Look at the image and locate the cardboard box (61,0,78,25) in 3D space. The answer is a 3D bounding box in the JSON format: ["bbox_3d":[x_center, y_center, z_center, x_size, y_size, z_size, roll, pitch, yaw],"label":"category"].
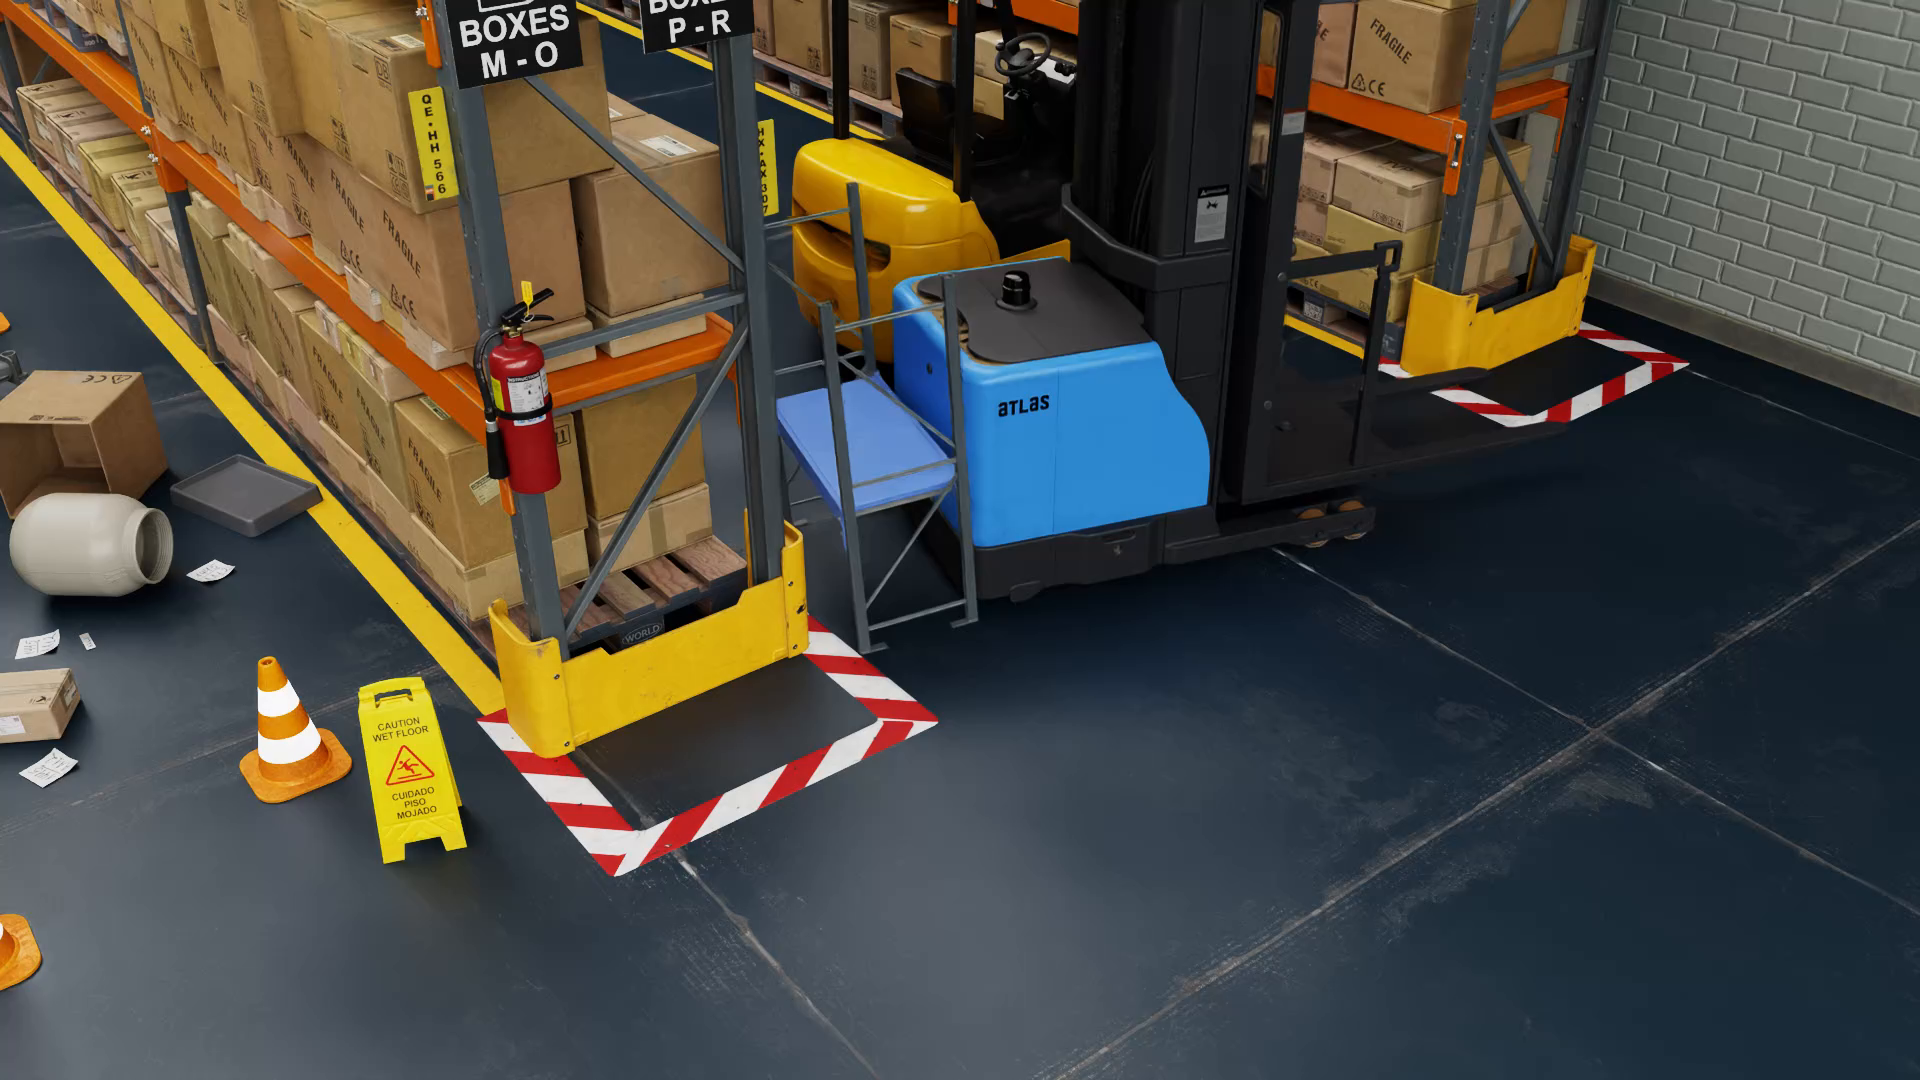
[{"bbox_3d":[-4.570,-2.884,8.890,0.380,0.149,0.250,-22,38,-31],"label":"cardboard box"}]

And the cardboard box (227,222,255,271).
[{"bbox_3d":[-3.049,-1.357,7.474,0.380,0.149,0.250,-21,37,-30],"label":"cardboard box"}]

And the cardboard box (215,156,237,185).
[{"bbox_3d":[-3.097,-1.725,7.422,0.380,0.149,0.250,-21,38,-30],"label":"cardboard box"}]

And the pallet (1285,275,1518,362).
[{"bbox_3d":[2.326,-1.432,9.355,1.003,0.211,1.213,-22,38,-31],"label":"pallet"}]

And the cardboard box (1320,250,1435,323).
[{"bbox_3d":[2.290,-1.415,8.893,0.500,0.250,0.500,-22,38,-31],"label":"cardboard box"}]

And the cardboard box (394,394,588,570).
[{"bbox_3d":[-1.788,-0.282,6.358,0.500,0.500,0.500,-22,38,-31],"label":"cardboard box"}]

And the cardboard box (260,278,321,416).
[{"bbox_3d":[-2.741,-0.930,7.402,0.500,0.500,0.500,-20,37,-29],"label":"cardboard box"}]

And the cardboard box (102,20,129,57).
[{"bbox_3d":[-4.077,-2.567,8.380,0.380,0.149,0.250,-22,38,-31],"label":"cardboard box"}]

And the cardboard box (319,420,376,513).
[{"bbox_3d":[-2.436,-0.398,7.256,0.500,0.250,0.500,-24,39,-33],"label":"cardboard box"}]

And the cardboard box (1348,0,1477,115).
[{"bbox_3d":[2.319,-2.473,8.295,0.500,0.500,0.500,-23,39,-32],"label":"cardboard box"}]

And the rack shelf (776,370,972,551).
[{"bbox_3d":[-0.391,-0.343,6.693,0.538,0.185,1.000,-16,35,-17],"label":"rack shelf"}]

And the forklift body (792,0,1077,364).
[{"bbox_3d":[0.224,-2.150,8.674,2.313,2.155,1.214,-22,38,-31],"label":"forklift body"}]

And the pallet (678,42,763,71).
[{"bbox_3d":[-1.604,-4.105,13.659,1.003,0.211,1.213,-22,38,-31],"label":"pallet"}]

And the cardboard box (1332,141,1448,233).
[{"bbox_3d":[2.299,-1.837,8.625,0.500,0.250,0.500,-21,37,-30],"label":"cardboard box"}]

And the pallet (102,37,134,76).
[{"bbox_3d":[-3.897,-2.655,8.863,1.003,0.211,1.213,-22,38,-31],"label":"pallet"}]

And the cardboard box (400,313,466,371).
[{"bbox_3d":[-1.732,-0.753,5.857,0.380,0.149,0.250,-23,38,-32],"label":"cardboard box"}]

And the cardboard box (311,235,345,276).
[{"bbox_3d":[-2.329,-1.194,6.567,0.380,0.149,0.250,-23,38,-32],"label":"cardboard box"}]

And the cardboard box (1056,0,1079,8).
[{"bbox_3d":[0.773,-3.539,10.011,0.500,0.500,0.500,-22,38,-31],"label":"cardboard box"}]

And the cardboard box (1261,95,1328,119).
[{"bbox_3d":[2.075,-2.426,9.574,0.500,0.250,0.500,-23,38,-32],"label":"cardboard box"}]

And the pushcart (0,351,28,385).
[{"bbox_3d":[-5.314,-0.498,7.694,0.936,0.377,1.648,18,36,27],"label":"pushcart"}]

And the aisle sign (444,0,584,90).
[{"bbox_3d":[-1.282,-1.688,4.661,0.394,0.787,0.004,-22,38,-31],"label":"aisle sign"}]

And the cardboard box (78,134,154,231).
[{"bbox_3d":[-4.738,-2.238,10.103,0.950,0.372,0.625,-21,37,-30],"label":"cardboard box"}]

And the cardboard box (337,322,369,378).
[{"bbox_3d":[-2.218,-0.794,6.569,0.380,0.149,0.250,-22,38,-31],"label":"cardboard box"}]

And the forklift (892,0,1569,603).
[{"bbox_3d":[1.274,-1.462,6.825,3.031,2.935,1.130,-11,33,-17],"label":"forklift"}]

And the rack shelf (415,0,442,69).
[{"bbox_3d":[-2.317,-2.506,6.280,1.077,0.370,4.000,-22,38,-31],"label":"rack shelf"}]

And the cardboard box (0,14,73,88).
[{"bbox_3d":[-6.354,-3.628,11.864,0.875,0.875,0.875,-23,38,-32],"label":"cardboard box"}]

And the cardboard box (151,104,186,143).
[{"bbox_3d":[-3.604,-2.029,7.911,0.380,0.149,0.250,-22,38,-32],"label":"cardboard box"}]

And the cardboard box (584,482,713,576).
[{"bbox_3d":[-1.367,-0.139,6.839,0.500,0.250,0.500,-23,38,-32],"label":"cardboard box"}]

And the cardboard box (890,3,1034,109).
[{"bbox_3d":[0.046,-3.361,11.672,0.875,0.625,0.625,-20,37,-29],"label":"cardboard box"}]

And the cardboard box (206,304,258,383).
[{"bbox_3d":[-3.395,-1.048,8.302,0.500,0.250,0.500,-24,39,-33],"label":"cardboard box"}]

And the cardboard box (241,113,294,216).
[{"bbox_3d":[-2.544,-1.646,6.681,0.500,0.500,0.500,-22,38,-31],"label":"cardboard box"}]

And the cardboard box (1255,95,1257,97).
[{"bbox_3d":[1.359,-2.469,9.642,0.500,0.250,0.500,-23,39,-32],"label":"cardboard box"}]

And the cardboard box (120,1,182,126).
[{"bbox_3d":[-3.494,-2.266,7.678,0.500,0.500,0.500,-22,38,-32],"label":"cardboard box"}]

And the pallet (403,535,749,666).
[{"bbox_3d":[-1.608,0.100,6.890,1.003,0.211,1.213,-22,38,-31],"label":"pallet"}]

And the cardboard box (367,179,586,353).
[{"bbox_3d":[-1.641,-1.009,5.655,0.500,0.500,0.500,-23,39,-32],"label":"cardboard box"}]

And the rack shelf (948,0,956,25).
[{"bbox_3d":[-0.851,-4.506,12.344,1.077,0.370,4.000,-22,38,-31],"label":"rack shelf"}]

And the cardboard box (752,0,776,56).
[{"bbox_3d":[-1.299,-4.280,13.152,0.875,0.625,0.625,-21,37,-30],"label":"cardboard box"}]

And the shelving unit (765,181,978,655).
[{"bbox_3d":[-0.402,-0.493,6.595,0.538,1.500,1.048,-16,35,-17],"label":"shelving unit"}]

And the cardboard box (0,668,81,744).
[{"bbox_3d":[-3.490,0.615,6.118,0.380,0.149,0.250,-4,32,-7],"label":"cardboard box"}]

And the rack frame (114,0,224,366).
[{"bbox_3d":[-3.544,-2.370,8.224,1.000,3.000,0.127,-22,38,-31],"label":"rack frame"}]

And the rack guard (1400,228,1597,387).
[{"bbox_3d":[2.843,-1.239,8.771,1.175,0.500,0.348,-22,38,-31],"label":"rack guard"}]

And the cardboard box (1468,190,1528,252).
[{"bbox_3d":[2.704,-1.797,9.034,0.500,0.250,0.500,-21,38,-31],"label":"cardboard box"}]

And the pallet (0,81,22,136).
[{"bbox_3d":[-6.420,-3.206,12.212,1.003,0.211,1.213,-22,38,-31],"label":"pallet"}]

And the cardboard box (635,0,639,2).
[{"bbox_3d":[-2.507,-4.868,14.216,0.500,0.500,0.500,-21,38,-30],"label":"cardboard box"}]

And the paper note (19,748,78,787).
[{"bbox_3d":[-3.243,0.808,5.920,0.142,0.019,0.148,18,36,27],"label":"paper note"}]

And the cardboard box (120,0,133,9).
[{"bbox_3d":[-3.445,-2.710,7.447,0.700,0.500,0.500,-23,38,-32],"label":"cardboard box"}]

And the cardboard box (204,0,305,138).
[{"bbox_3d":[-2.275,-1.832,6.032,0.700,0.500,0.500,-23,38,-32],"label":"cardboard box"}]

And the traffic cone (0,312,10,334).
[{"bbox_3d":[-5.410,-1.357,8.996,0.336,0.463,0.334,-22,38,-31],"label":"traffic cone"}]

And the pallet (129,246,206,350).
[{"bbox_3d":[-4.022,-1.510,9.481,1.003,0.211,1.213,-22,38,-31],"label":"pallet"}]
